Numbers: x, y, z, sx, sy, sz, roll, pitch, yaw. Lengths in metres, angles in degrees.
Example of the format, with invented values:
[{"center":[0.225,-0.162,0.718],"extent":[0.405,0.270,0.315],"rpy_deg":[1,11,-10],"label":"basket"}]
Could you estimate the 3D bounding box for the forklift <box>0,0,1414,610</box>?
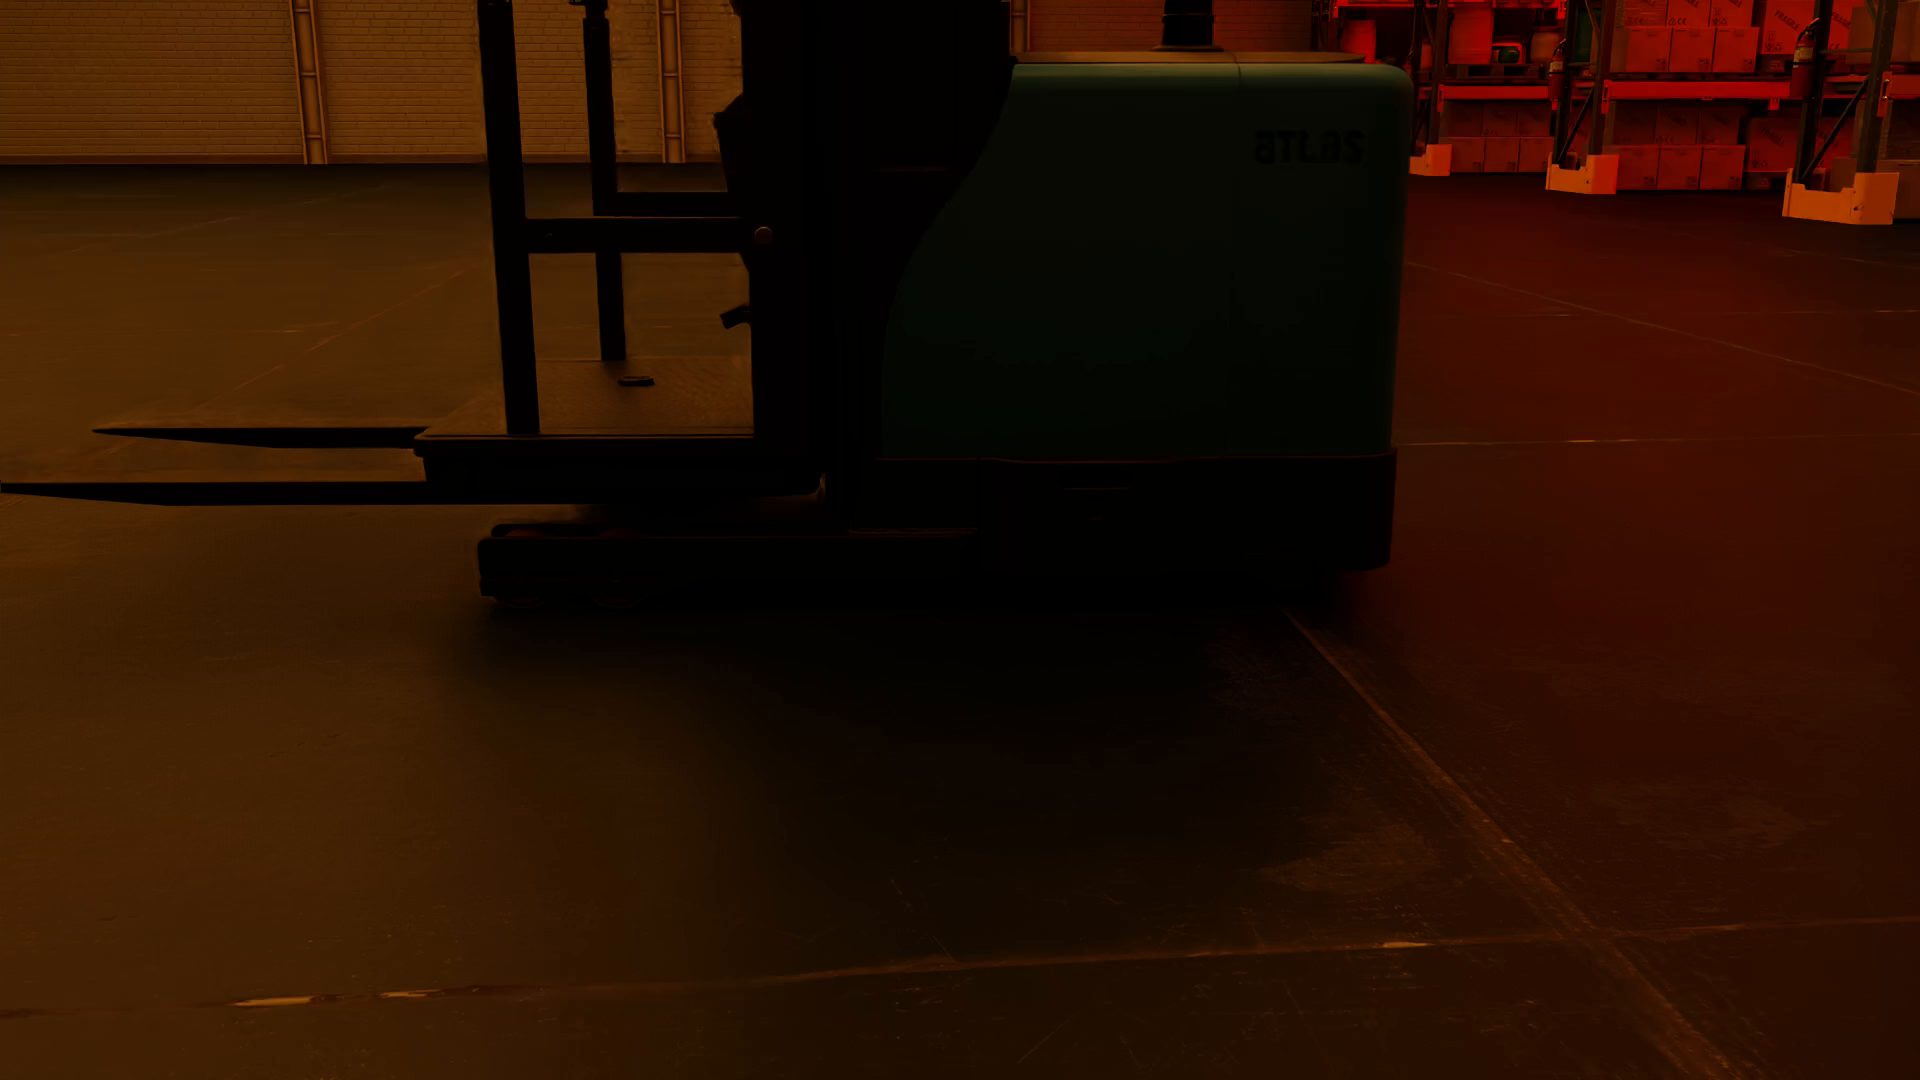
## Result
[{"center":[-0.619,-1.410,3.536],"extent":[3.031,2.935,1.130],"rpy_deg":[0,15,-1],"label":"forklift"}]
